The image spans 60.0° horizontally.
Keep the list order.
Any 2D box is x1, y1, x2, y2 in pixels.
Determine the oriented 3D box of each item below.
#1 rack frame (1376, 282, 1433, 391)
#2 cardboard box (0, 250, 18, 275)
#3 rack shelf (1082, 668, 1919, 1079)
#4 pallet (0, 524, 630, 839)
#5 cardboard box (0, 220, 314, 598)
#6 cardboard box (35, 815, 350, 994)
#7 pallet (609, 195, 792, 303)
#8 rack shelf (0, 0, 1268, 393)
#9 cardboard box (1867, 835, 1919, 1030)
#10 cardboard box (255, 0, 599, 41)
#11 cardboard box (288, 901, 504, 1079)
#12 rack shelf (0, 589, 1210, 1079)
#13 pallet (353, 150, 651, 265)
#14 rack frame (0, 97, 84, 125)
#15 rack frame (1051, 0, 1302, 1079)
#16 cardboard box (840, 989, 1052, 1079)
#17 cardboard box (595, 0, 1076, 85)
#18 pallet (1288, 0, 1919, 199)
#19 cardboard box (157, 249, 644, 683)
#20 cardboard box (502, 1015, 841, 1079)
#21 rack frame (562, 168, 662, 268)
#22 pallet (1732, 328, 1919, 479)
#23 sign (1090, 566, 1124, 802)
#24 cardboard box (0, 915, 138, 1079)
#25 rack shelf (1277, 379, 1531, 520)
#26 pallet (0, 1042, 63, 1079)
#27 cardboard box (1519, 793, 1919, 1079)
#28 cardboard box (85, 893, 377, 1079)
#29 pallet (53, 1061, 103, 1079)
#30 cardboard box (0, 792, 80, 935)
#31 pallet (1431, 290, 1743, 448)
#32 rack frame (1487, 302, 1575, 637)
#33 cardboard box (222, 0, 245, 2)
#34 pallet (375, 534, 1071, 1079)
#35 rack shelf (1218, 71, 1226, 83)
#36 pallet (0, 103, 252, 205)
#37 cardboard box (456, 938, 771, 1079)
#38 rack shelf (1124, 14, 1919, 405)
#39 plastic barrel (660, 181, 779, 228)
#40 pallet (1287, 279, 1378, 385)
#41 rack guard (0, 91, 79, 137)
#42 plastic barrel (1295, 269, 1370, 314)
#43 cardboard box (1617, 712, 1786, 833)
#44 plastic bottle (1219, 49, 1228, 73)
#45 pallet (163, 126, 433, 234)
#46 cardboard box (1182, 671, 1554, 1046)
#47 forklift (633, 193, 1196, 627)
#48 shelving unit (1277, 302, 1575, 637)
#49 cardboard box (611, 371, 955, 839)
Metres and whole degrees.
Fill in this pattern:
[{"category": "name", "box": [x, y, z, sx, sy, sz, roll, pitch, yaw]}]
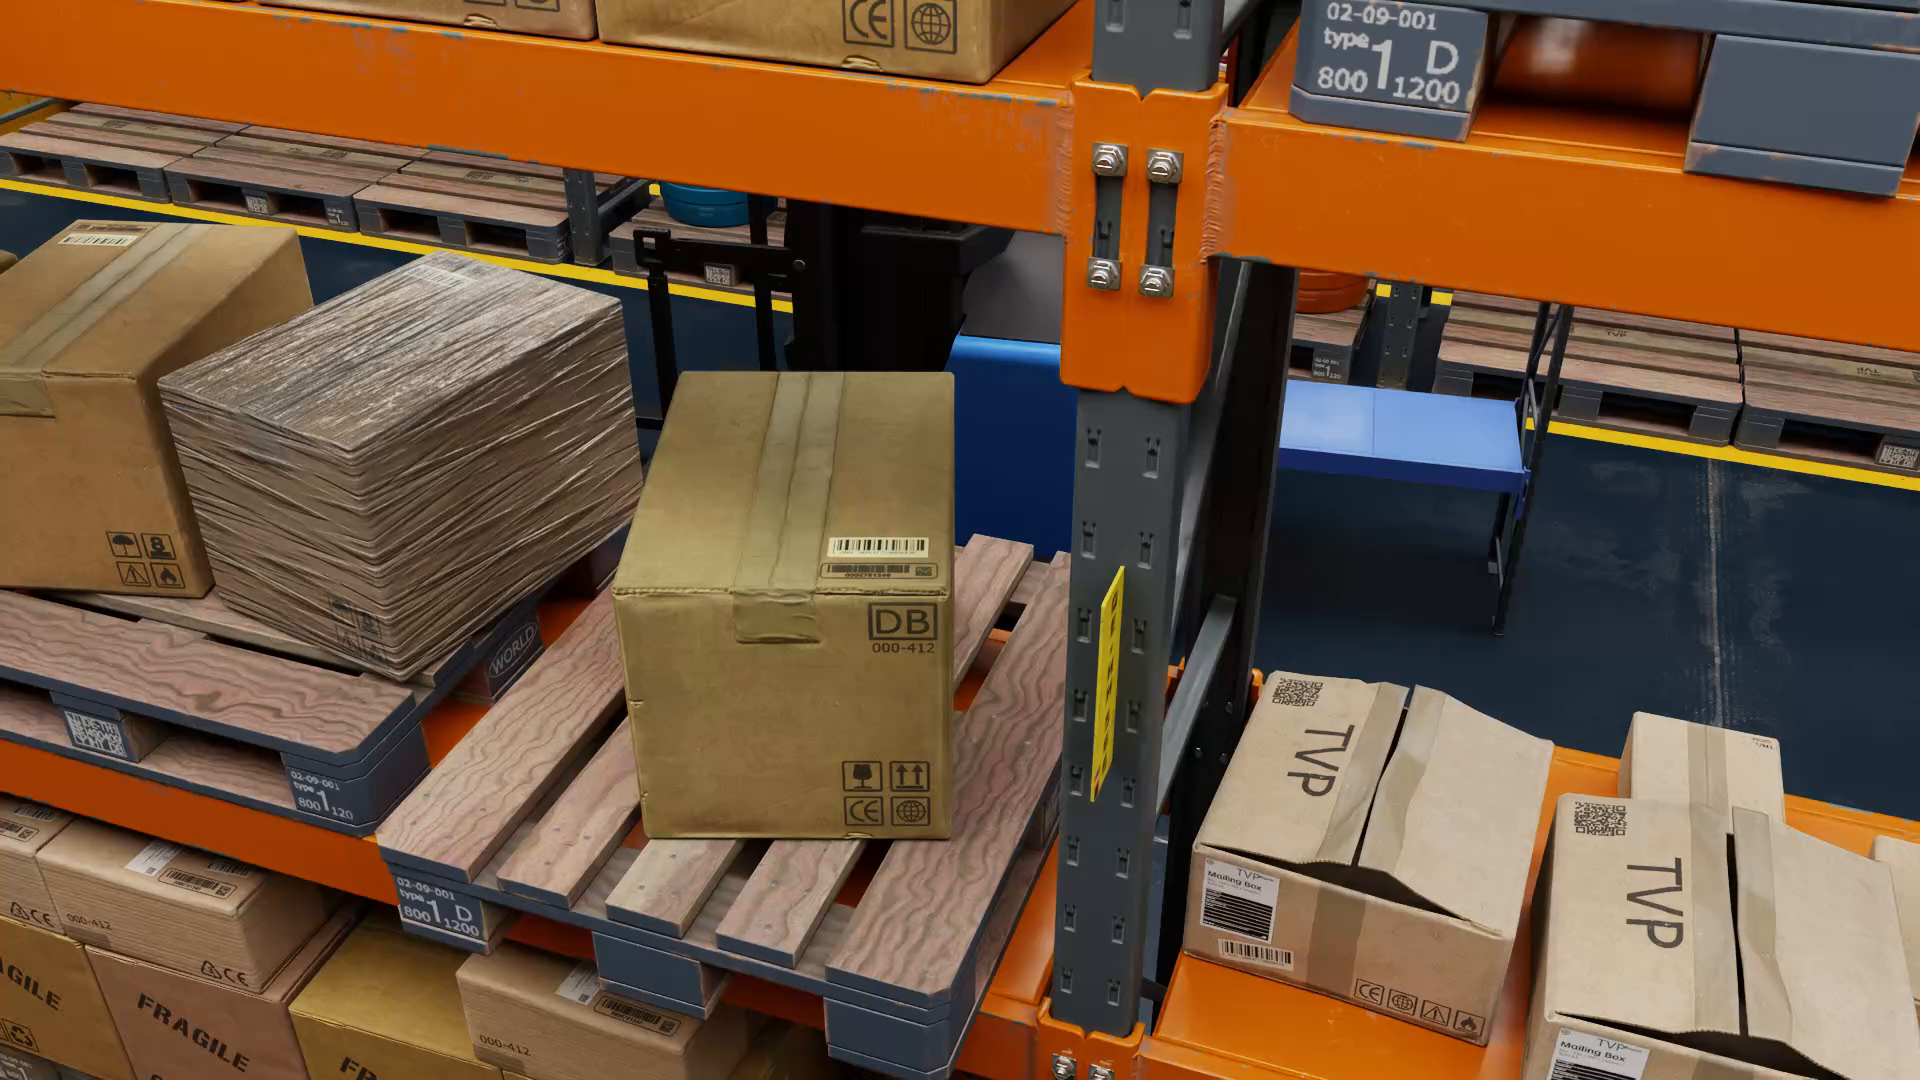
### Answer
[{"category": "rack frame", "box": [2.044, -2.162, 6.833, 0.127, 3.000, 1.000, 11, 34, 16]}, {"category": "cardboard box", "box": [-2.357, -0.289, 3.453, 0.500, 0.500, 0.700, 17, 36, 24]}, {"category": "rack shelf", "box": [2.252, 1.035, 2.545, 4.000, 0.370, 1.077, 11, 34, 16]}, {"category": "pallet", "box": [-1.463, 0.094, 3.516, 1.213, 0.211, 1.003, 11, 34, 16]}, {"category": "cardboard box", "box": [-1.713, -0.292, 3.457, 0.500, 0.500, 0.700, 3, 33, 4]}, {"category": "cardboard box", "box": [-1.610, 0.673, 3.651, 0.500, 0.250, 0.500, 10, 34, 16]}, {"category": "pallet", "box": [-1.010, -1.560, 8.471, 1.213, 0.211, 1.003, 11, 34, 16]}, {"category": "rack shelf", "box": [-1.514, -0.957, 2.865, 4.000, 0.370, 1.077, 11, 34, 16]}, {"category": "cardboard box", "box": [1.588, 0.677, 2.668, 0.250, 0.149, 0.380, 14, 35, 20]}, {"category": "cardboard box", "box": [-0.533, -1.091, 2.317, 0.500, 0.500, 0.910, 11, 34, 16]}, {"category": "cardboard box", "box": [-1.078, 1.086, 3.702, 0.500, 0.500, 0.500, 10, 34, 15]}, {"category": "rack shelf", "box": [-1.514, 0.303, 3.679, 4.000, 0.370, 1.077, 11, 34, 16]}, {"category": "pallet", "box": [-2.427, -1.837, 8.901, 1.213, 0.211, 1.003, 11, 34, 16]}, {"category": "rack frame", "box": [-5.487, -3.626, 9.100, 0.127, 3.000, 1.000, 11, 34, 16]}, {"category": "rack frame", "box": [0.368, 0.368, 2.914, 0.053, 2.616, 0.949, 11, 34, 16]}, {"category": "cardboard box", "box": [0.037, 1.003, 3.830, 0.500, 0.500, 0.500, 12, 35, 18]}, {"category": "cardboard box", "box": [-0.053, -0.998, 2.173, 0.500, 0.500, 0.910, 11, 34, 16]}, {"category": "pallet", "box": [1.038, -0.736, 2.033, 1.003, 0.211, 1.213, 13, 35, 19]}, {"category": "cardboard box", "box": [-1.058, -0.174, 3.275, 0.500, 0.500, 0.700, 18, 37, 25]}, {"category": "cardboard box", "box": [-0.591, 1.181, 3.555, 0.500, 0.500, 0.500, 12, 35, 18]}, {"category": "rack frame", "box": [-1.722, -2.894, 7.967, 0.127, 3.000, 1.000, 11, 34, 16]}, {"category": "pallet", "box": [3.904, -0.605, 6.992, 1.213, 0.211, 1.003, 11, 34, 16]}, {"category": "sign", "box": [0.195, 0.192, 2.192, 0.005, 0.325, 0.100, 11, 34, 16]}, {"category": "cardboard box", "box": [-2.050, 0.900, 3.989, 0.500, 0.500, 0.500, 11, 35, 17]}, {"category": "rack shelf", "box": [1.413, -0.338, 5.723, 1.000, 0.185, 0.538, 7, 33, 10]}, {"category": "pallet", "box": [-2.618, 0.936, 4.606, 1.213, 0.211, 1.003, 11, 34, 16]}, {"category": "cardboard box", "box": [1.146, 0.667, 2.534, 0.500, 0.311, 0.500, 11, 34, 16]}, {"category": "cardboard box", "box": [-1.574, 0.993, 3.845, 0.500, 0.500, 0.500, 10, 34, 15]}, {"category": "pallet", "box": [-1.466, 1.158, 4.262, 1.213, 0.211, 1.003, 11, 34, 16]}, {"category": "cardboard box", "box": [-2.082, 0.581, 3.792, 0.500, 0.250, 0.500, 11, 34, 17]}, {"category": "pallet", "box": [2.760, -0.829, 7.339, 1.213, 0.211, 1.003, 11, 34, 16]}, {"category": "rack frame", "box": [1.910, -0.430, 5.533, 0.032, 1.500, 0.500, 7, 33, 10]}, {"category": "cardboard box", "box": [-1.023, -1.187, 2.465, 0.500, 0.500, 0.910, 11, 34, 16]}, {"category": "pallet", "box": [-0.293, 0.359, 3.105, 1.003, 0.211, 1.213, 11, 34, 16]}, {"category": "rack shelf", "box": [0.161, -2.226, 7.595, 4.000, 0.370, 1.077, 11, 34, 16]}, {"category": "pallet", "box": [-4.724, -2.284, 9.592, 1.213, 0.211, 1.003, 11, 34, 16]}, {"category": "cardboard box", "box": [-0.645, 0.858, 3.364, 0.500, 0.250, 0.500, 12, 35, 18]}, {"category": "rack shelf", "box": [2.252, -0.225, 1.731, 4.000, 0.370, 1.077, 11, 34, 16]}, {"category": "plastic barrel", "box": [-1.216, -2.080, 8.254, 0.708, 0.901, 0.600, 11, 34, 16]}, {"category": "pallet", "box": [1.287, -1.113, 7.780, 1.213, 0.211, 1.003, 11, 34, 16]}, {"category": "rack guard", "box": [-5.514, -2.573, 9.775, 0.348, 0.500, 1.175, 11, 34, 16]}, {"category": "plastic barrel", "box": [1.577, -1.507, 7.433, 0.708, 0.830, 0.600, 11, 34, 16]}, {"category": "cardboard box", "box": [1.309, 0.496, 2.948, 0.250, 0.149, 0.380, 11, 34, 16]}, {"category": "plastic bottle", "box": [1.107, -2.025, 6.804, 0.097, 0.201, 0.097, 0, 33, 0]}, {"category": "pallet", "box": [-3.580, -2.059, 9.245, 1.213, 0.211, 1.003, 11, 34, 16]}, {"category": "cardboard box", "box": [0.697, 0.493, 2.803, 0.500, 0.311, 0.500, 13, 35, 19]}, {"category": "forklift", "box": [-0.611, -1.304, 5.568, 3.031, 2.935, 1.130, 7, 33, 10]}, {"category": "shelving unit", "box": [1.413, -0.490, 5.626, 1.048, 1.500, 0.538, 7, 33, 10]}, {"category": "cardboard box", "box": [-0.262, 0.091, 2.865, 0.500, 0.500, 0.700, 0, 33, 0]}]
